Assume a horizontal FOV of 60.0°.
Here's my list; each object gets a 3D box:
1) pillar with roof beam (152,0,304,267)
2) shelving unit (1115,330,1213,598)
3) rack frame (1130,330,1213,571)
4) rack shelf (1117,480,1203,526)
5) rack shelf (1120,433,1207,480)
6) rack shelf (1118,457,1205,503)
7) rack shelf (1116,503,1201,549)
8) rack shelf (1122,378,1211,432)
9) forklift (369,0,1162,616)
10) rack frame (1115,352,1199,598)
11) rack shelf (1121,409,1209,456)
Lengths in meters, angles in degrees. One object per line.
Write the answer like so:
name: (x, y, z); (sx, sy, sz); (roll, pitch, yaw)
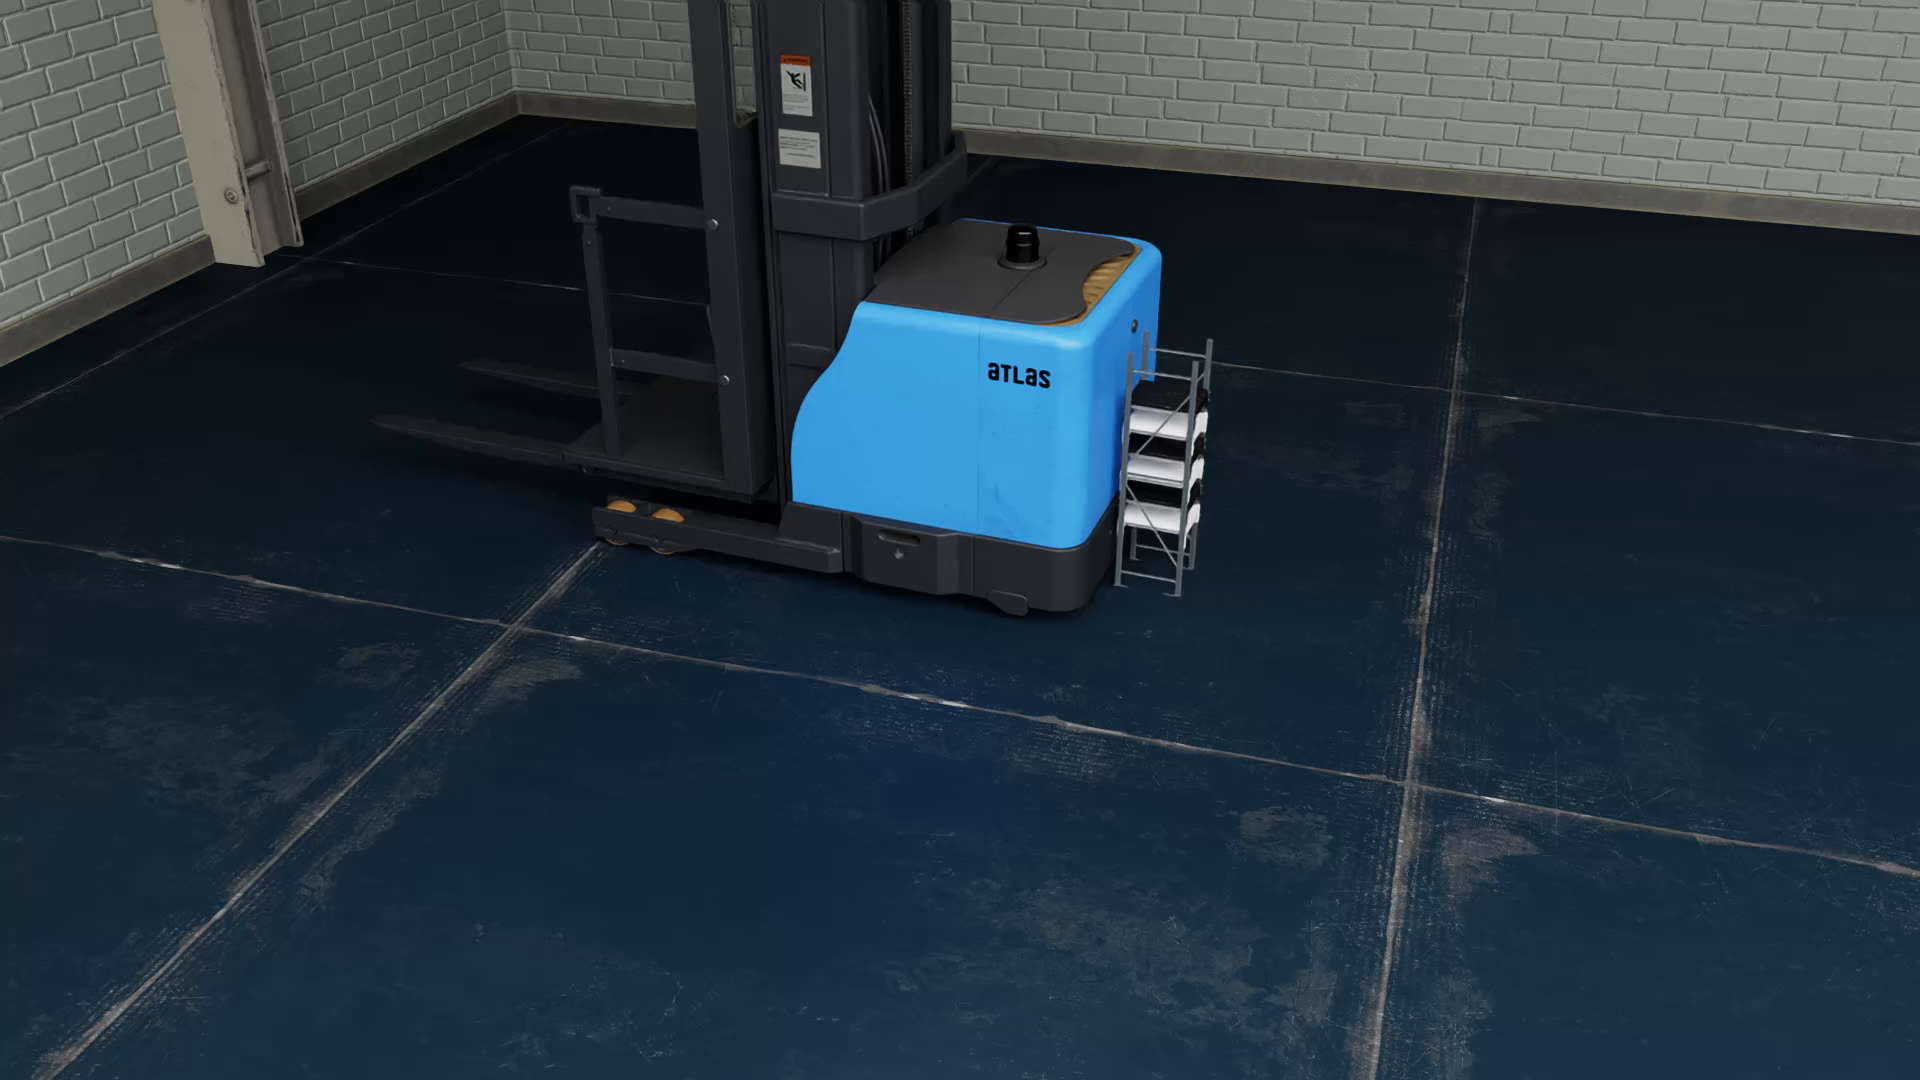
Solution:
pillar with roof beam: (0.289, -4.887, 5.778); (9.100, 9.000, 0.400); (8, 30, 15)
shelving unit: (0.704, -0.257, 5.785); (0.258, 0.900, 0.210); (11, 31, 18)
rack frame: (0.740, -0.303, 5.868); (0.240, 0.900, 0.006); (11, 31, 18)
rack shelf: (0.704, -0.149, 5.845); (0.258, 0.077, 0.200); (11, 31, 18)
rack shelf: (0.704, -0.306, 5.757); (0.258, 0.077, 0.200); (11, 31, 18)
rack shelf: (0.704, -0.227, 5.801); (0.258, 0.077, 0.200); (11, 31, 18)
rack shelf: (0.703, -0.070, 5.889); (0.258, 0.077, 0.200); (11, 31, 18)
rack shelf: (0.705, -0.463, 5.669); (0.258, 0.077, 0.200); (11, 31, 18)
forklift: (-0.833, -1.455, 5.850); (3.031, 2.935, 1.130); (10, 31, 18)
rack frame: (0.668, -0.210, 5.701); (0.240, 0.900, 0.006); (11, 31, 18)
rack shelf: (0.705, -0.385, 5.713); (0.258, 0.077, 0.200); (11, 31, 18)
